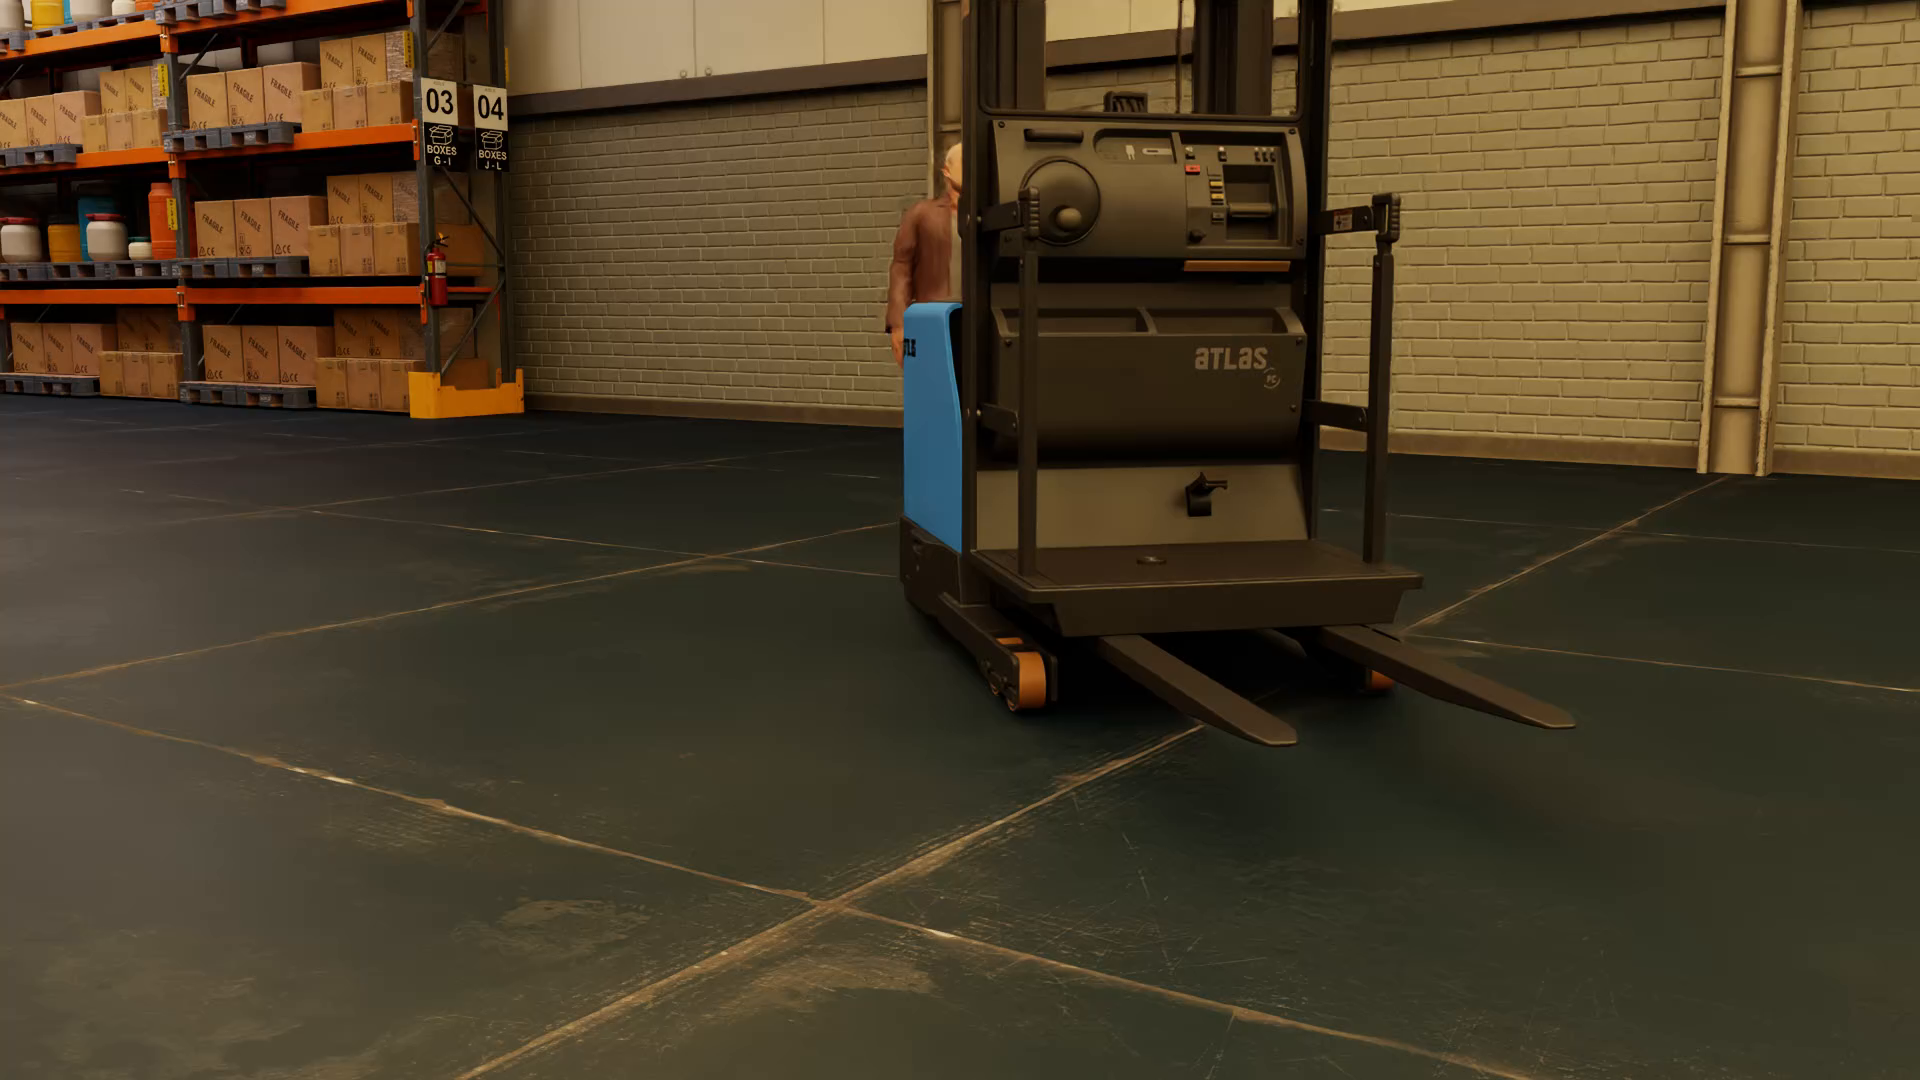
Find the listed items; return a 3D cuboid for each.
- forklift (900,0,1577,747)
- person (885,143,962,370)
[{"bbox_3d":[0.601,-1.052,4.590,1.130,2.935,3.031,-2,8,-12],"label":"forklift"},{"bbox_3d":[0.034,-0.865,7.339,0.697,1.779,0.669,-2,8,-12],"label":"person"}]
